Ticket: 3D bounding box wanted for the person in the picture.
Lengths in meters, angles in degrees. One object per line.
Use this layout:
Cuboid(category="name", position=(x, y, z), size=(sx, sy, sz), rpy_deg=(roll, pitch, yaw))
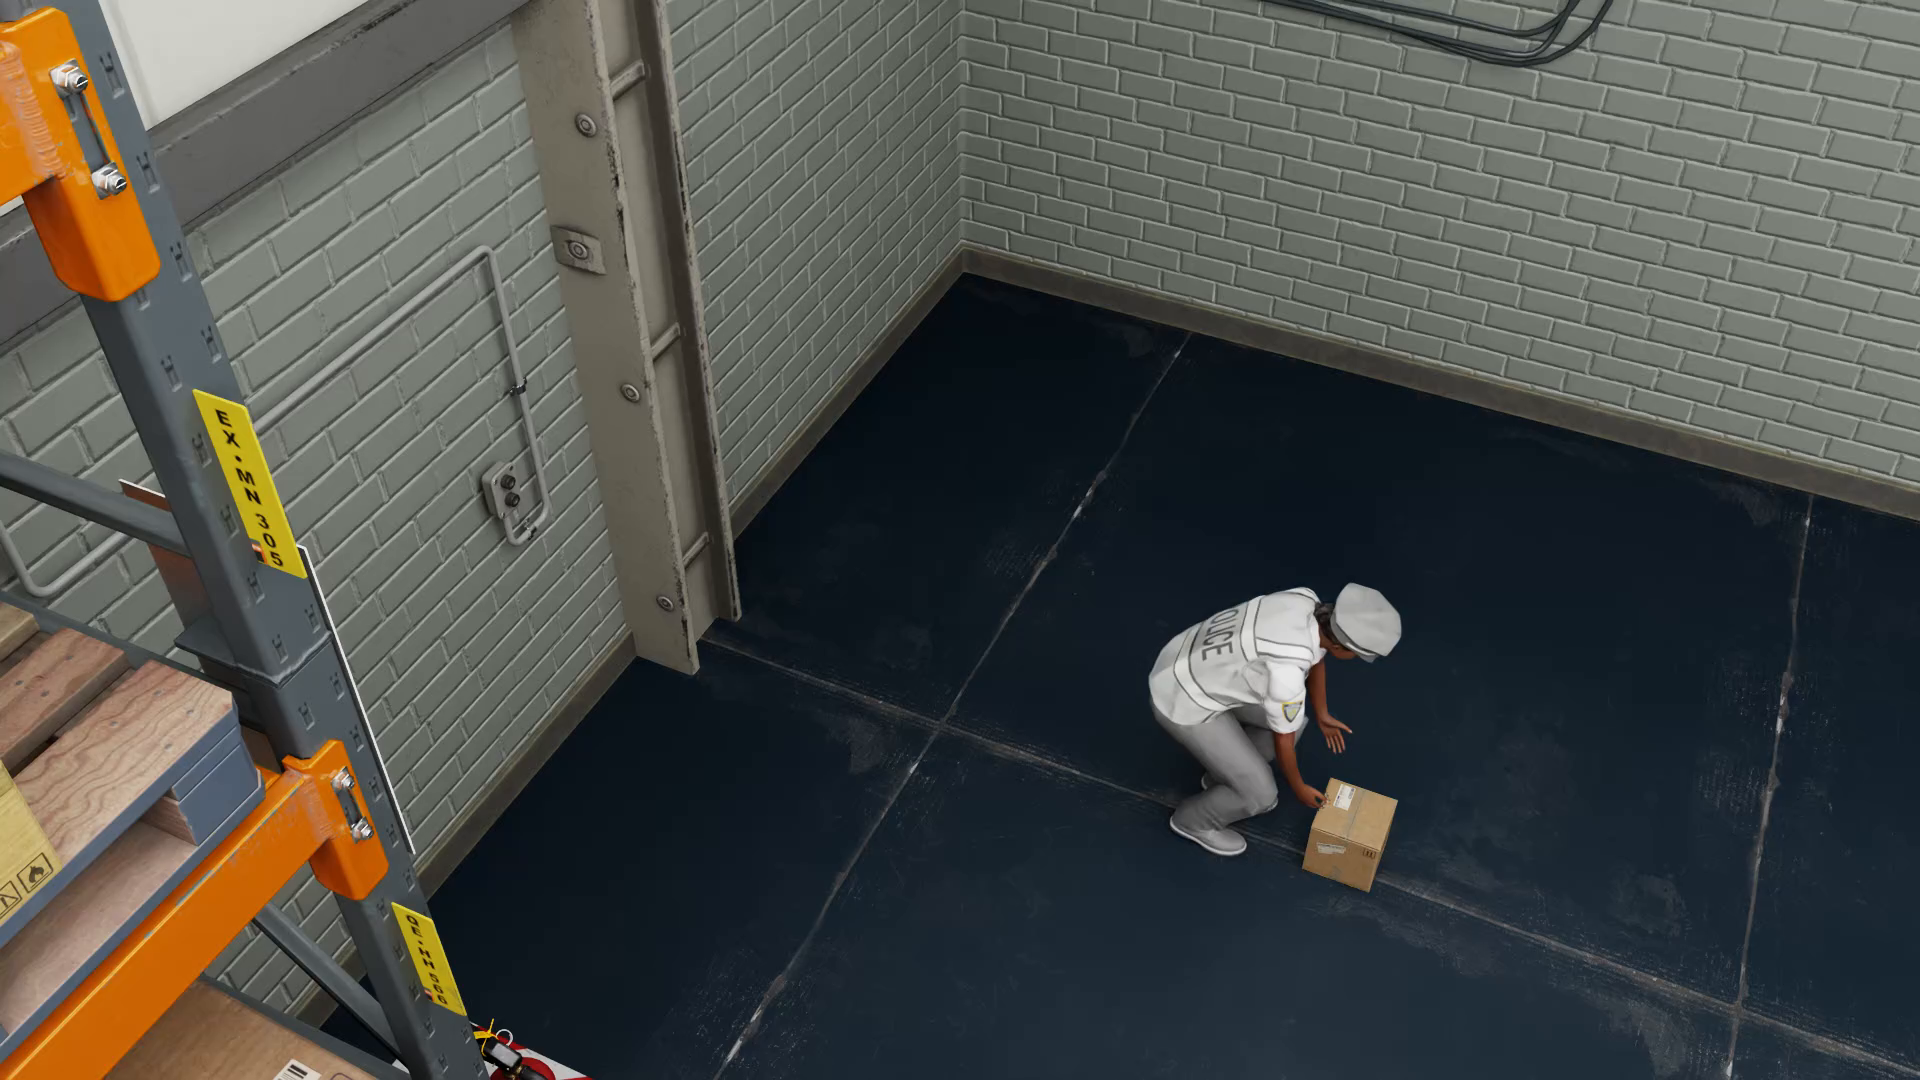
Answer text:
Cuboid(category="person", position=(1.067, 0.587, 5.851), size=(0.792, 1.217, 0.500), rpy_deg=(17, 45, 18))
